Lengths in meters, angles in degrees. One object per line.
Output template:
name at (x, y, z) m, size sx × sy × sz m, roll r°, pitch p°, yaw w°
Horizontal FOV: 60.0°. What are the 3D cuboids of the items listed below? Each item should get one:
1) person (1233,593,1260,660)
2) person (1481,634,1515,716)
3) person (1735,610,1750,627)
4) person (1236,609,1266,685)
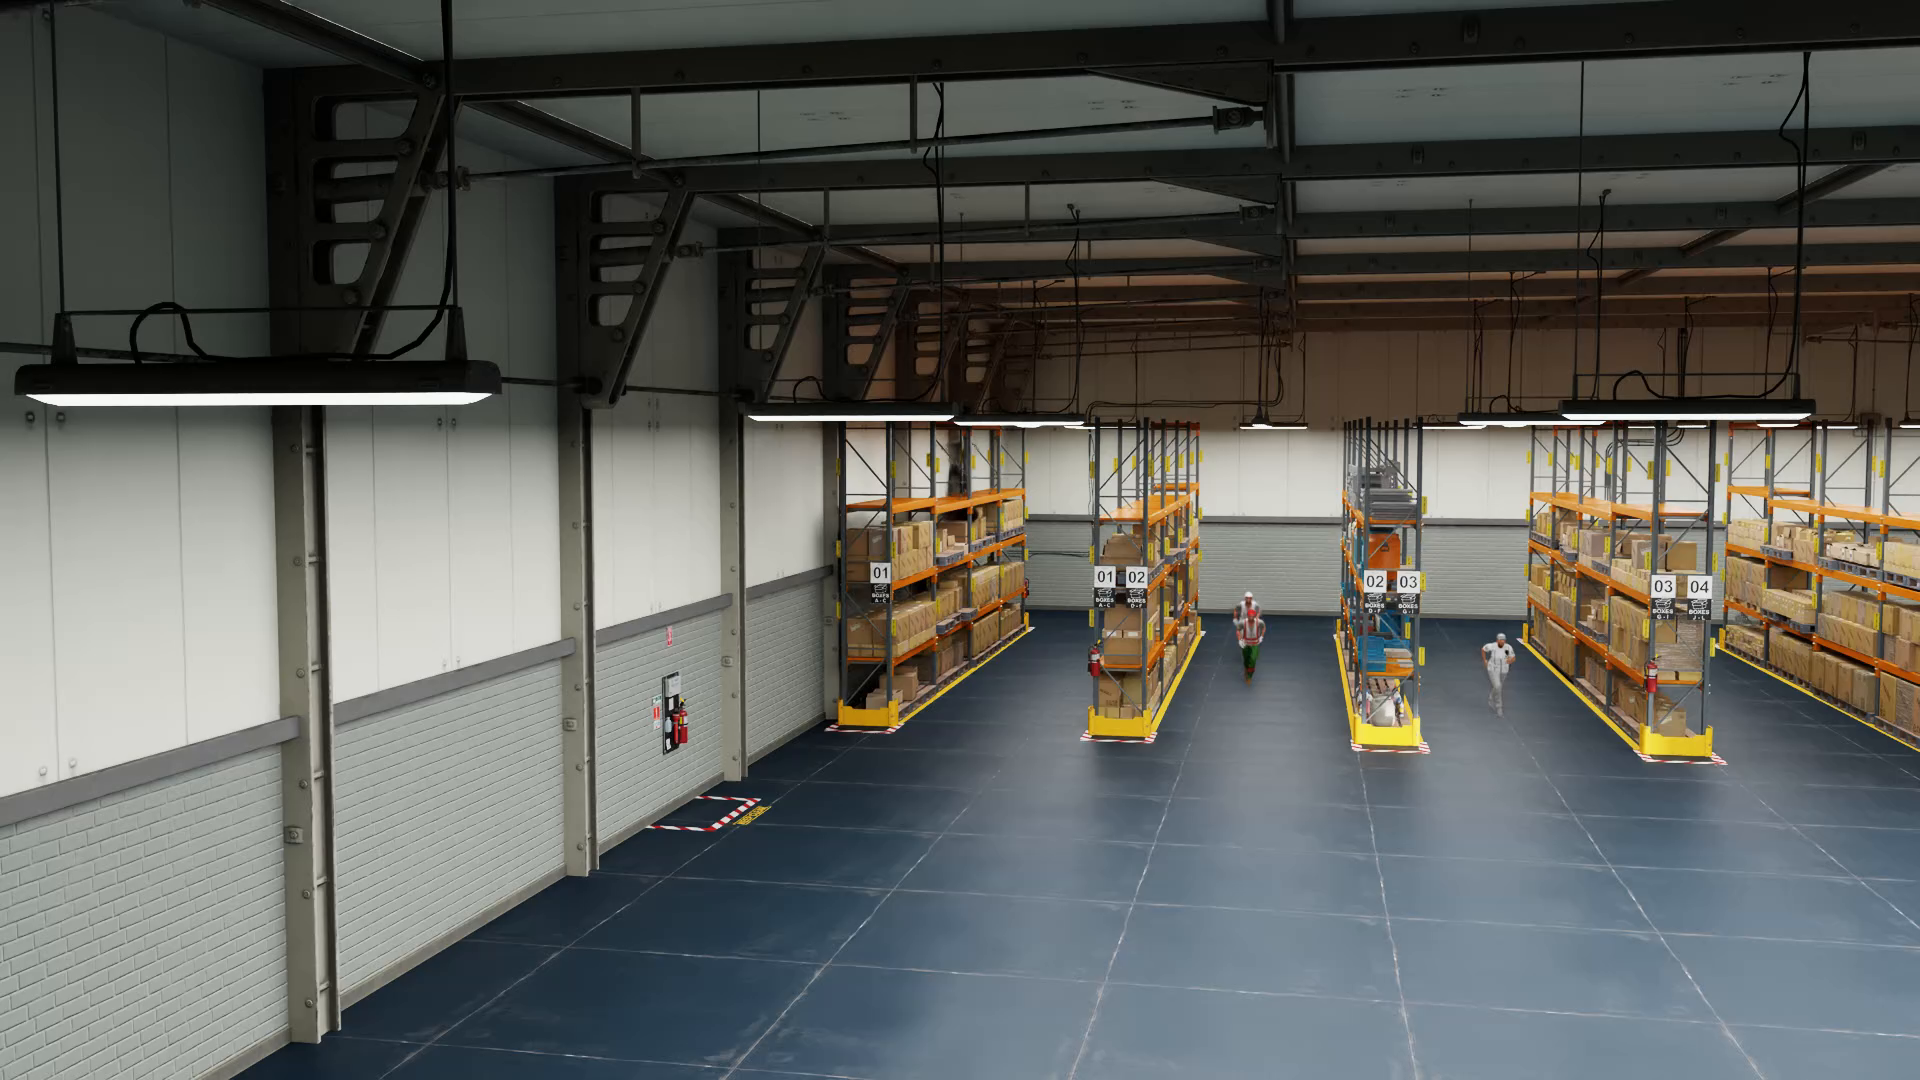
person at (7.251, 2.162, 42.018) m, size 0.654 × 1.709 × 0.755 m, roll 0°, pitch 4°, yaw -1°
person at (10.972, 2.717, 33.962) m, size 0.604 × 1.680 × 0.973 m, roll 0°, pitch 4°, yaw -2°
person at (21.344, 1.930, 45.230) m, size 0.811 × 1.746 × 0.734 m, roll 4°, pitch 5°, yaw 44°
person at (6.657, 2.415, 38.119) m, size 0.669 × 1.729 × 0.989 m, roll 0°, pitch 4°, yaw 2°
